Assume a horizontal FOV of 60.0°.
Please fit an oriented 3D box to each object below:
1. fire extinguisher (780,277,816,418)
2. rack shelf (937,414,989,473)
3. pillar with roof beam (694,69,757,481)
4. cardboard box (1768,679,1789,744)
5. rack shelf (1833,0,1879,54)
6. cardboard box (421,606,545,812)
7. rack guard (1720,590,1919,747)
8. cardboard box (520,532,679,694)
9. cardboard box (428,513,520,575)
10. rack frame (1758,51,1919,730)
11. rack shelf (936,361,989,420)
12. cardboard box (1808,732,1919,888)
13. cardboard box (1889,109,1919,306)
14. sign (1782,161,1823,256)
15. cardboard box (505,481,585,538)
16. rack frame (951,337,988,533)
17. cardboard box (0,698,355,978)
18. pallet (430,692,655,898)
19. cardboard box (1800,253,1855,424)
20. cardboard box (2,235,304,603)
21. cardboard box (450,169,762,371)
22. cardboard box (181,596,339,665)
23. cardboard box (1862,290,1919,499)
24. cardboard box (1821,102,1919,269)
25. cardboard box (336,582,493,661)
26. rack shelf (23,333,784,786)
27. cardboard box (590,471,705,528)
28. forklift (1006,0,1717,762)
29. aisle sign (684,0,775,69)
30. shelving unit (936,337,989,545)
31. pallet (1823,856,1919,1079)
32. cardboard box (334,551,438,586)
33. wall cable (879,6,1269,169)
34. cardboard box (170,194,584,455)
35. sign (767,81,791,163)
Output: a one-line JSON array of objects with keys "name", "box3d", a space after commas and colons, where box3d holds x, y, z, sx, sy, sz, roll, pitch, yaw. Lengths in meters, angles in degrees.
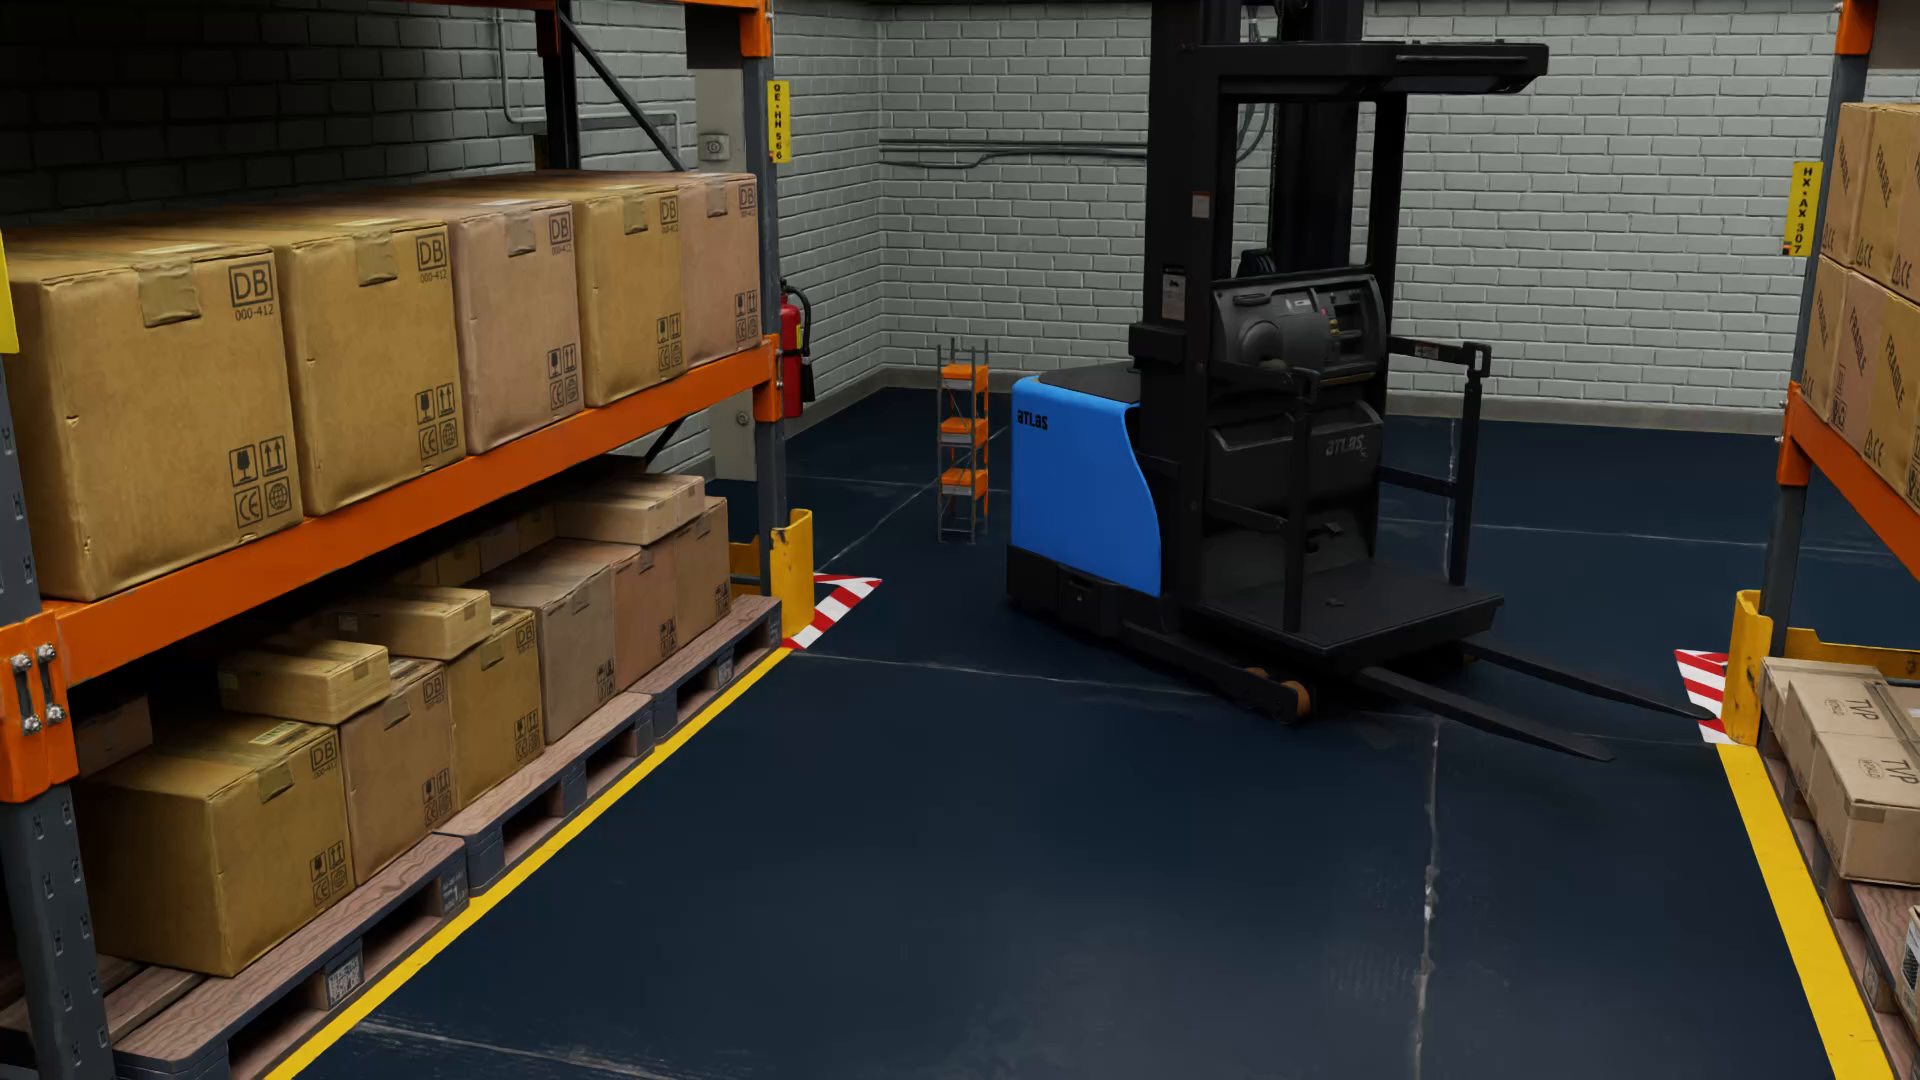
[{"name": "fire extinguisher", "box3d": [-0.776, -0.877, 7.248, 0.296, 0.674, 0.183, 5, 16, 16]}, {"name": "rack shelf", "box3d": [0.015, -0.509, 8.738, 0.215, 0.259, 0.240, 5, 16, 16]}, {"name": "pillar with roof beam", "box3d": [2.804, -4.415, 7.905, 9.100, 9.000, 0.400, 5, 16, 16]}, {"name": "cardboard box", "box3d": [2.970, 0.593, 5.627, 0.380, 0.166, 0.250, 5, 16, 16]}, {"name": "rack shelf", "box3d": [2.921, -1.280, 3.667, 1.077, 0.370, 4.000, 5, 16, 16]}, {"name": "cardboard box", "box3d": [-1.793, 0.504, 5.365, 0.700, 0.500, 0.500, 5, 17, 17]}, {"name": "rack guard", "box3d": [3.468, 0.516, 6.094, 1.175, 0.500, 0.348, 5, 16, 16]}, {"name": "cardboard box", "box3d": [-1.506, 0.233, 6.323, 0.700, 0.500, 0.500, 5, 16, 16]}, {"name": "cardboard box", "box3d": [-1.807, 0.006, 5.933, 0.380, 0.149, 0.250, 5, 17, 17]}, {"name": "rack frame", "box3d": [3.489, -0.706, 5.823, 1.000, 3.000, 0.127, 5, 16, 16]}, {"name": "rack shelf", "box3d": [0.015, -0.782, 8.661, 0.215, 0.259, 0.240, 5, 16, 16]}, {"name": "cardboard box", "box3d": [2.779, 0.787, 4.792, 0.500, 0.250, 0.500, 5, 16, 16]}, {"name": "cardboard box", "box3d": [2.822, -0.872, 4.391, 0.500, 0.500, 0.500, 5, 17, 17]}, {"name": "sign", "box3d": [2.969, -1.165, 5.853, 0.100, 0.325, 0.005, 5, 16, 16]}, {"name": "cardboard box", "box3d": [-1.664, -0.126, 6.398, 0.380, 0.149, 0.250, 5, 16, 16]}, {"name": "rack frame", "box3d": [0.050, -0.551, 8.848, 0.200, 1.050, 0.008, 5, 16, 16]}, {"name": "cardboard box", "box3d": [-2.087, 0.770, 4.430, 0.700, 0.500, 0.500, 5, 17, 17]}, {"name": "pallet", "box3d": [-1.762, 0.785, 5.674, 1.003, 0.211, 1.213, 5, 16, 16]}, {"name": "cardboard box", "box3d": [3.110, -0.659, 5.472, 0.500, 0.500, 0.500, 5, 17, 17]}, {"name": "cardboard box", "box3d": [-2.228, -0.328, 3.939, 0.980, 0.700, 0.700, 5, 17, 17]}, {"name": "cardboard box", "box3d": [-1.397, -1.100, 6.660, 0.980, 0.700, 0.700, 5, 17, 18]}, {"name": "cardboard box", "box3d": [-2.097, 0.273, 4.992, 0.380, 0.149, 0.250, 4, 16, 14]}, {"name": "cardboard box", "box3d": [2.823, -0.392, 4.532, 0.500, 0.500, 0.500, 5, 16, 16]}, {"name": "cardboard box", "box3d": [3.110, -1.140, 5.336, 0.500, 0.500, 0.500, 5, 17, 18]}, {"name": "cardboard box", "box3d": [-1.667, 0.246, 5.089, 0.380, 0.149, 0.250, 4, 16, 14]}, {"name": "rack shelf", "box3d": [-1.830, -0.220, 5.427, 1.077, 0.370, 4.000, 5, 16, 16]}, {"name": "cardboard box", "box3d": [-1.226, -0.162, 6.528, 0.380, 0.149, 0.250, 4, 16, 15]}, {"name": "forklift", "box3d": [1.493, -0.857, 6.480, 1.130, 2.935, 3.031, -11, 19, -35]}, {"name": "aisle sign", "box3d": [-0.953, -2.336, 6.803, 0.394, 0.787, 0.004, 5, 16, 16]}, {"name": "shelving unit", "box3d": [0.015, -0.519, 8.735, 0.215, 1.050, 0.252, 5, 16, 16]}, {"name": "pallet", "box3d": [2.893, 1.182, 4.276, 1.003, 0.211, 1.213, 5, 16, 16]}, {"name": "cardboard box", "box3d": [-1.951, 0.140, 5.463, 0.380, 0.149, 0.250, 4, 16, 15]}, {"name": "wall cable", "box3d": [0.689, -3.934, 11.898, 3.097, 2.526, 0.112, 5, 16, 16]}, {"name": "cardboard box", "box3d": [-1.818, -0.710, 5.285, 0.980, 0.700, 0.700, 4, 16, 13]}, {"name": "sign", "box3d": [-0.745, -1.715, 6.822, 0.100, 0.325, 0.005, 5, 16, 16]}]
